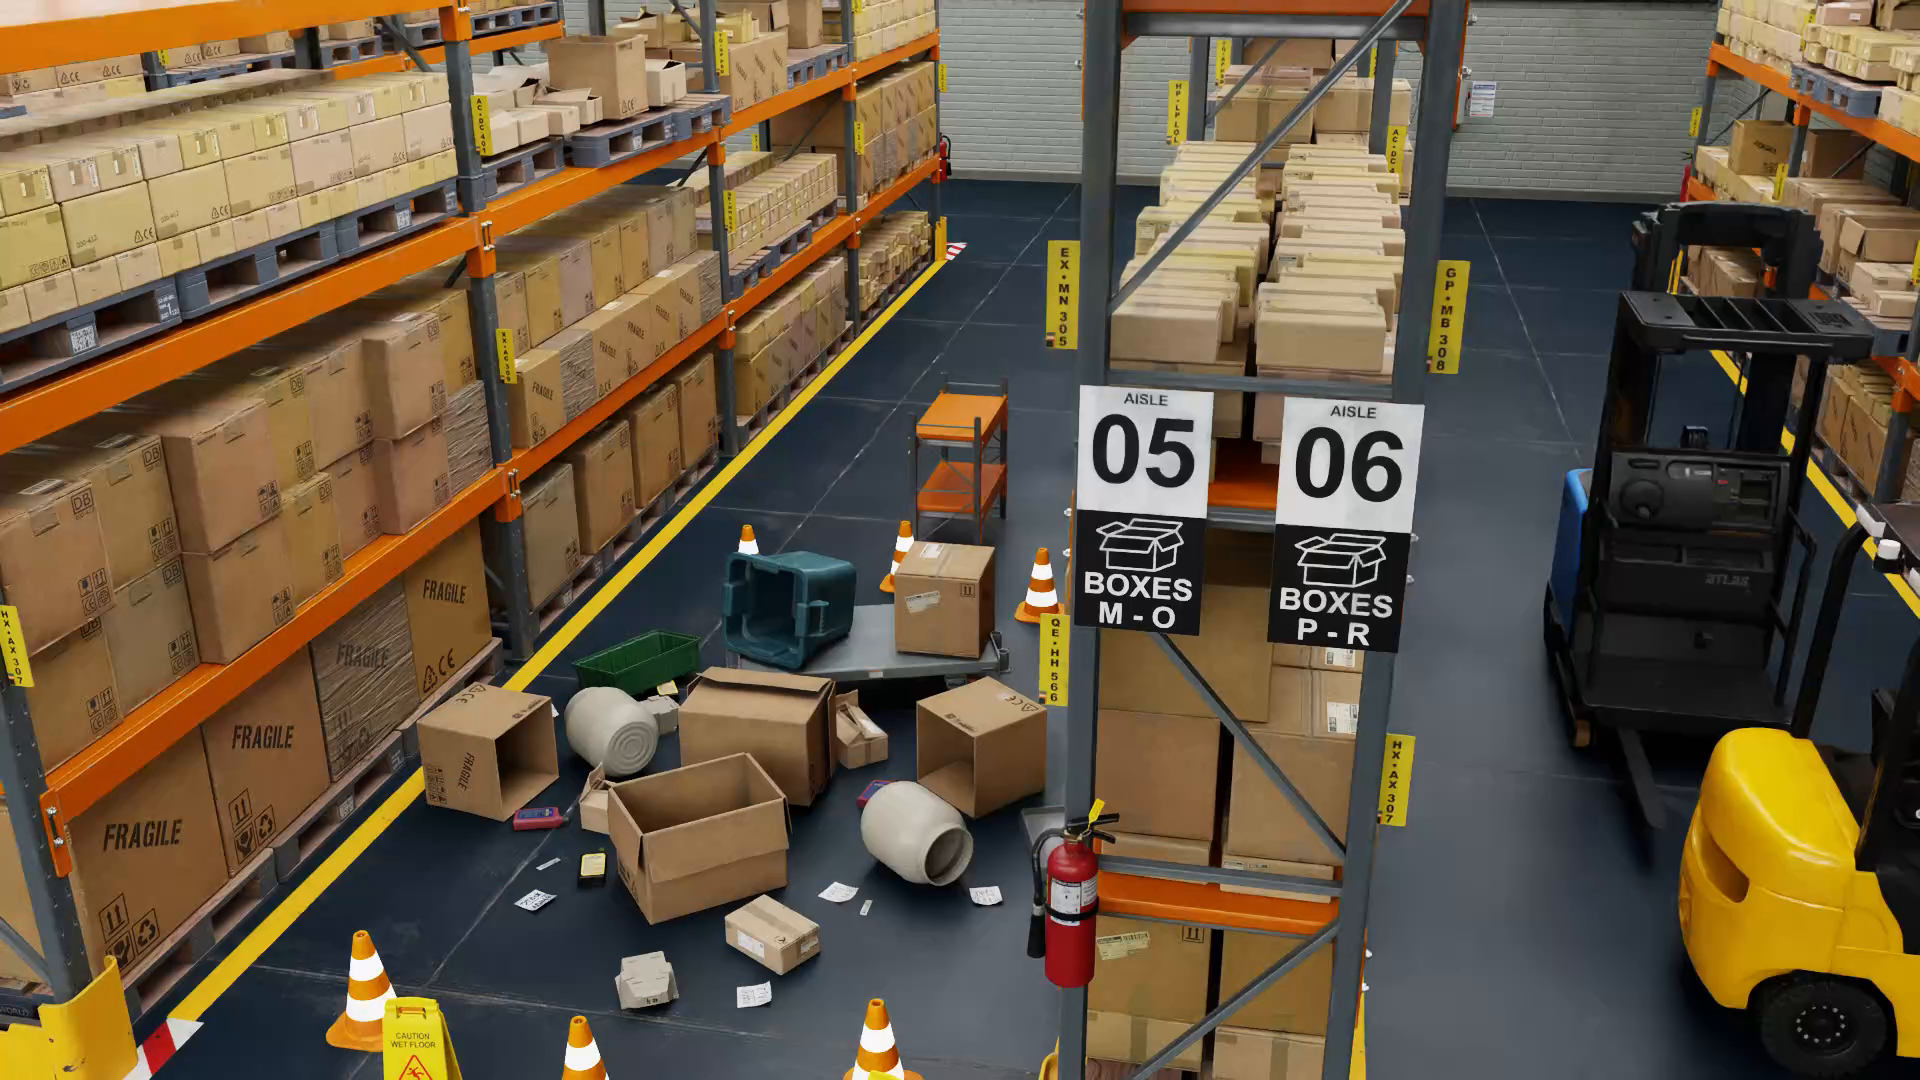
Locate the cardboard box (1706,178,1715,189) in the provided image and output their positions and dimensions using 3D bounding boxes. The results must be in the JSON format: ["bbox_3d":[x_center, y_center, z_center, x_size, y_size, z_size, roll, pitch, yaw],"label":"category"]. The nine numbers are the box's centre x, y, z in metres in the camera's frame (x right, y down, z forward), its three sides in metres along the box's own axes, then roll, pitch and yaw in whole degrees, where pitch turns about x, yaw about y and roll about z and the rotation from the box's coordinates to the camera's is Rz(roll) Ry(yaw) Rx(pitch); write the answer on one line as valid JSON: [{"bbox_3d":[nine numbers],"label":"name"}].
[{"bbox_3d":[8.630,-4.038,18.701,0.380,0.149,0.250,5,22,12],"label":"cardboard box"}]

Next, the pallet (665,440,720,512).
[{"bbox_3d":[-2.621,-0.566,13.477,1.003,0.211,1.213,4,22,11],"label":"pallet"}]

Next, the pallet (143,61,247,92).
[{"bbox_3d":[-7.142,-4.101,14.758,1.213,0.211,1.003,6,23,13],"label":"pallet"}]

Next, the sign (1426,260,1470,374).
[{"bbox_3d":[1.379,-0.632,4.721,0.100,0.325,0.005,4,22,11],"label":"sign"}]

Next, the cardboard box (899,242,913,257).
[{"bbox_3d":[-0.780,-3.483,19.842,0.380,0.149,0.250,5,22,12],"label":"cardboard box"}]

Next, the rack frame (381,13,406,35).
[{"bbox_3d":[-6.405,-6.803,17.199,1.000,3.000,0.127,4,22,11],"label":"rack frame"}]

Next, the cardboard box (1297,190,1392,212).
[{"bbox_3d":[1.614,-1.371,6.997,0.380,0.149,0.250,5,22,12],"label":"cardboard box"}]

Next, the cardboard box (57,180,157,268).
[{"bbox_3d":[-3.567,-1.260,6.558,0.500,0.250,0.500,4,22,10],"label":"cardboard box"}]

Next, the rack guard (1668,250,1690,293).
[{"bbox_3d":[8.957,-3.163,19.539,1.175,0.500,0.348,4,22,11],"label":"rack guard"}]

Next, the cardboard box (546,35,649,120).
[{"bbox_3d":[-2.467,-3.164,11.350,0.500,0.500,0.500,4,22,11],"label":"cardboard box"}]

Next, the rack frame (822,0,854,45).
[{"bbox_3d":[-1.570,-6.388,16.169,1.000,3.000,0.127,4,22,11],"label":"rack frame"}]

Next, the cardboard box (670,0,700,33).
[{"bbox_3d":[-2.316,-4.575,14.524,0.396,0.266,0.258,4,22,11],"label":"cardboard box"}]

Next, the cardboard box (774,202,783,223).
[{"bbox_3d":[-1.830,-2.991,15.141,0.380,0.149,0.250,4,22,10],"label":"cardboard box"}]

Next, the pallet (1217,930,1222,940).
[{"bbox_3d":[1.315,1.650,7.973,1.003,0.211,1.213,4,22,11],"label":"pallet"}]

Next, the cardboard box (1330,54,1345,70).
[{"bbox_3d":[3.057,-4.039,14.104,0.380,0.166,0.250,6,23,15],"label":"cardboard box"}]

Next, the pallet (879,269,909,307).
[{"bbox_3d":[-1.221,-3.007,19.538,1.003,0.211,1.213,4,22,11],"label":"pallet"}]

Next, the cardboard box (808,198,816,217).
[{"bbox_3d":[-1.614,-3.245,16.170,0.380,0.149,0.250,3,22,8],"label":"cardboard box"}]

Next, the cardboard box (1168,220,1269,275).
[{"bbox_3d":[0.990,-1.124,6.384,0.380,0.149,0.250,4,22,9],"label":"cardboard box"}]

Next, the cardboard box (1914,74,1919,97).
[{"bbox_3d":[7.335,-3.361,12.336,0.380,0.149,0.250,4,22,11],"label":"cardboard box"}]

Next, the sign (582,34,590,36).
[{"bbox_3d":[-2.917,-3.815,13.105,0.100,0.325,0.005,4,22,11],"label":"sign"}]

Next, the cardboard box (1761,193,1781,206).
[{"bbox_3d":[8.021,-3.161,15.989,0.500,0.250,0.500,5,22,12],"label":"cardboard box"}]

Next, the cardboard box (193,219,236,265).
[{"bbox_3d":[-3.378,-1.295,7.179,0.380,0.149,0.250,4,22,11],"label":"cardboard box"}]

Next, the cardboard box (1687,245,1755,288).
[{"bbox_3d":[8.755,-3.171,18.991,0.797,0.503,0.637,4,22,9],"label":"cardboard box"}]

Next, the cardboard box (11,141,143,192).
[{"bbox_3d":[-3.483,-1.478,6.565,0.380,0.149,0.250,5,22,11],"label":"cardboard box"}]

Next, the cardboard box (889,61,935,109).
[{"bbox_3d":[-0.604,-5.530,20.198,0.500,0.500,0.500,4,22,10],"label":"cardboard box"}]

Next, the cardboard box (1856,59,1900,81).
[{"bbox_3d":[7.417,-3.761,13.301,0.380,0.149,0.250,5,22,12],"label":"cardboard box"}]

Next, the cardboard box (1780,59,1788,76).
[{"bbox_3d":[8.057,-4.503,15.841,0.380,0.149,0.250,5,23,13],"label":"cardboard box"}]

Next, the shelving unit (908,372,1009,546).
[{"bbox_3d":[0.001,-0.524,12.150,0.538,1.125,1.048,4,22,11],"label":"shelving unit"}]

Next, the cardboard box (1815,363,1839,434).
[{"bbox_3d":[7.520,-1.196,14.093,0.500,0.500,0.500,4,22,9],"label":"cardboard box"}]

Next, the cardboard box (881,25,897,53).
[{"bbox_3d":[-0.999,-5.449,18.053,0.500,0.250,0.500,5,23,13],"label":"cardboard box"}]

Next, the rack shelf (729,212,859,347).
[{"bbox_3d":[-1.978,-2.540,15.608,1.077,0.370,4.000,4,22,11],"label":"rack shelf"}]

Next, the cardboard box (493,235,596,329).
[{"bbox_3d":[-2.901,-1.745,11.198,0.700,0.500,0.500,5,22,11],"label":"cardboard box"}]

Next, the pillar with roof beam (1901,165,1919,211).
[{"bbox_3d":[4.966,-6.185,15.664,9.100,9.000,0.400,4,22,11],"label":"pillar with roof beam"}]

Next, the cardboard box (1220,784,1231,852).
[{"bbox_3d":[1.157,1.039,6.096,0.380,0.149,0.250,5,22,12],"label":"cardboard box"}]

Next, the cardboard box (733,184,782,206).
[{"bbox_3d":[-1.836,-3.131,15.091,0.380,0.149,0.250,5,23,13],"label":"cardboard box"}]

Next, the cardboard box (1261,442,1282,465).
[{"bbox_3d":[1.199,-0.350,5.529,0.380,0.149,0.250,4,22,9],"label":"cardboard box"}]

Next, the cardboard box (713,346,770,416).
[{"bbox_3d":[-1.992,-1.417,14.640,0.500,0.500,0.500,4,22,9],"label":"cardboard box"}]

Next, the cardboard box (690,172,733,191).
[{"bbox_3d":[-2.364,-3.377,15.702,0.380,0.149,0.250,5,23,13],"label":"cardboard box"}]

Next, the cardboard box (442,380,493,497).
[{"bbox_3d":[-3.266,-0.613,9.660,0.875,0.550,0.550,4,22,11],"label":"cardboard box"}]

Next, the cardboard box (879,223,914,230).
[{"bbox_3d":[-0.765,-3.722,20.037,0.380,0.149,0.250,4,22,9],"label":"cardboard box"}]

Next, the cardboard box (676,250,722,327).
[{"bbox_3d":[-2.215,-2.003,13.179,0.500,0.500,0.500,4,22,11],"label":"cardboard box"}]

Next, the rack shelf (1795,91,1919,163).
[{"bbox_3d":[7.748,-3.214,13.266,1.077,0.370,4.000,4,22,11],"label":"rack shelf"}]

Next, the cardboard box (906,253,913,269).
[{"bbox_3d":[-0.777,-3.351,19.912,0.380,0.149,0.250,3,22,9],"label":"cardboard box"}]

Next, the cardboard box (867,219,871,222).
[{"bbox_3d":[-1.309,-3.858,20.376,0.380,0.149,0.250,4,22,11],"label":"cardboard box"}]

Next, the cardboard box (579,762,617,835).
[{"bbox_3d":[-1.750,1.358,8.626,0.396,0.266,0.258,8,23,20],"label":"cardboard box"}]

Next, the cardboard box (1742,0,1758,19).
[{"bbox_3d":[8.425,-5.530,17.187,0.500,0.250,0.500,4,22,10],"label":"cardboard box"}]

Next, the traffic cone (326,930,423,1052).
[{"bbox_3d":[-2.520,1.874,7.080,0.336,0.463,0.334,4,22,11],"label":"traffic cone"}]

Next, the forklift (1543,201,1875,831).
[{"bbox_3d":[4.065,-0.254,9.061,1.130,2.935,3.031,5,22,11],"label":"forklift"}]

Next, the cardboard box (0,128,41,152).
[{"bbox_3d":[-4.074,-1.622,6.924,0.380,0.149,0.250,5,22,11],"label":"cardboard box"}]

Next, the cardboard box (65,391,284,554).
[{"bbox_3d":[-3.636,-0.322,7.492,0.875,0.550,0.550,4,22,11],"label":"cardboard box"}]

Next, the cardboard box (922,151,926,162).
[{"bbox_3d":[-0.631,-4.723,20.401,0.380,0.149,0.250,4,22,11],"label":"cardboard box"}]

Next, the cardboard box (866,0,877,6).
[{"bbox_3d":[-1.092,-5.716,17.515,0.380,0.149,0.250,4,22,9],"label":"cardboard box"}]

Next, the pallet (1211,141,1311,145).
[{"bbox_3d":[2.103,-2.240,10.137,1.213,0.211,1.003,4,22,11],"label":"pallet"}]

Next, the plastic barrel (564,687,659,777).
[{"bbox_3d":[-1.932,1.048,9.186,0.421,0.421,0.512,-16,27,-35],"label":"plastic barrel"}]

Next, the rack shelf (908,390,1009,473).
[{"bbox_3d":[0.001,-0.796,12.040,0.538,0.278,1.000,4,22,11],"label":"rack shelf"}]

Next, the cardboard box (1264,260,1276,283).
[{"bbox_3d":[1.405,-0.874,6.295,0.500,0.250,0.500,5,22,12],"label":"cardboard box"}]

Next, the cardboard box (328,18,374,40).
[{"bbox_3d":[-6.514,-5.440,17.134,0.700,0.500,0.500,5,22,12],"label":"cardboard box"}]

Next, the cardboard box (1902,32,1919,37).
[{"bbox_3d":[8.074,-4.140,13.846,0.380,0.149,0.250,5,22,12],"label":"cardboard box"}]
